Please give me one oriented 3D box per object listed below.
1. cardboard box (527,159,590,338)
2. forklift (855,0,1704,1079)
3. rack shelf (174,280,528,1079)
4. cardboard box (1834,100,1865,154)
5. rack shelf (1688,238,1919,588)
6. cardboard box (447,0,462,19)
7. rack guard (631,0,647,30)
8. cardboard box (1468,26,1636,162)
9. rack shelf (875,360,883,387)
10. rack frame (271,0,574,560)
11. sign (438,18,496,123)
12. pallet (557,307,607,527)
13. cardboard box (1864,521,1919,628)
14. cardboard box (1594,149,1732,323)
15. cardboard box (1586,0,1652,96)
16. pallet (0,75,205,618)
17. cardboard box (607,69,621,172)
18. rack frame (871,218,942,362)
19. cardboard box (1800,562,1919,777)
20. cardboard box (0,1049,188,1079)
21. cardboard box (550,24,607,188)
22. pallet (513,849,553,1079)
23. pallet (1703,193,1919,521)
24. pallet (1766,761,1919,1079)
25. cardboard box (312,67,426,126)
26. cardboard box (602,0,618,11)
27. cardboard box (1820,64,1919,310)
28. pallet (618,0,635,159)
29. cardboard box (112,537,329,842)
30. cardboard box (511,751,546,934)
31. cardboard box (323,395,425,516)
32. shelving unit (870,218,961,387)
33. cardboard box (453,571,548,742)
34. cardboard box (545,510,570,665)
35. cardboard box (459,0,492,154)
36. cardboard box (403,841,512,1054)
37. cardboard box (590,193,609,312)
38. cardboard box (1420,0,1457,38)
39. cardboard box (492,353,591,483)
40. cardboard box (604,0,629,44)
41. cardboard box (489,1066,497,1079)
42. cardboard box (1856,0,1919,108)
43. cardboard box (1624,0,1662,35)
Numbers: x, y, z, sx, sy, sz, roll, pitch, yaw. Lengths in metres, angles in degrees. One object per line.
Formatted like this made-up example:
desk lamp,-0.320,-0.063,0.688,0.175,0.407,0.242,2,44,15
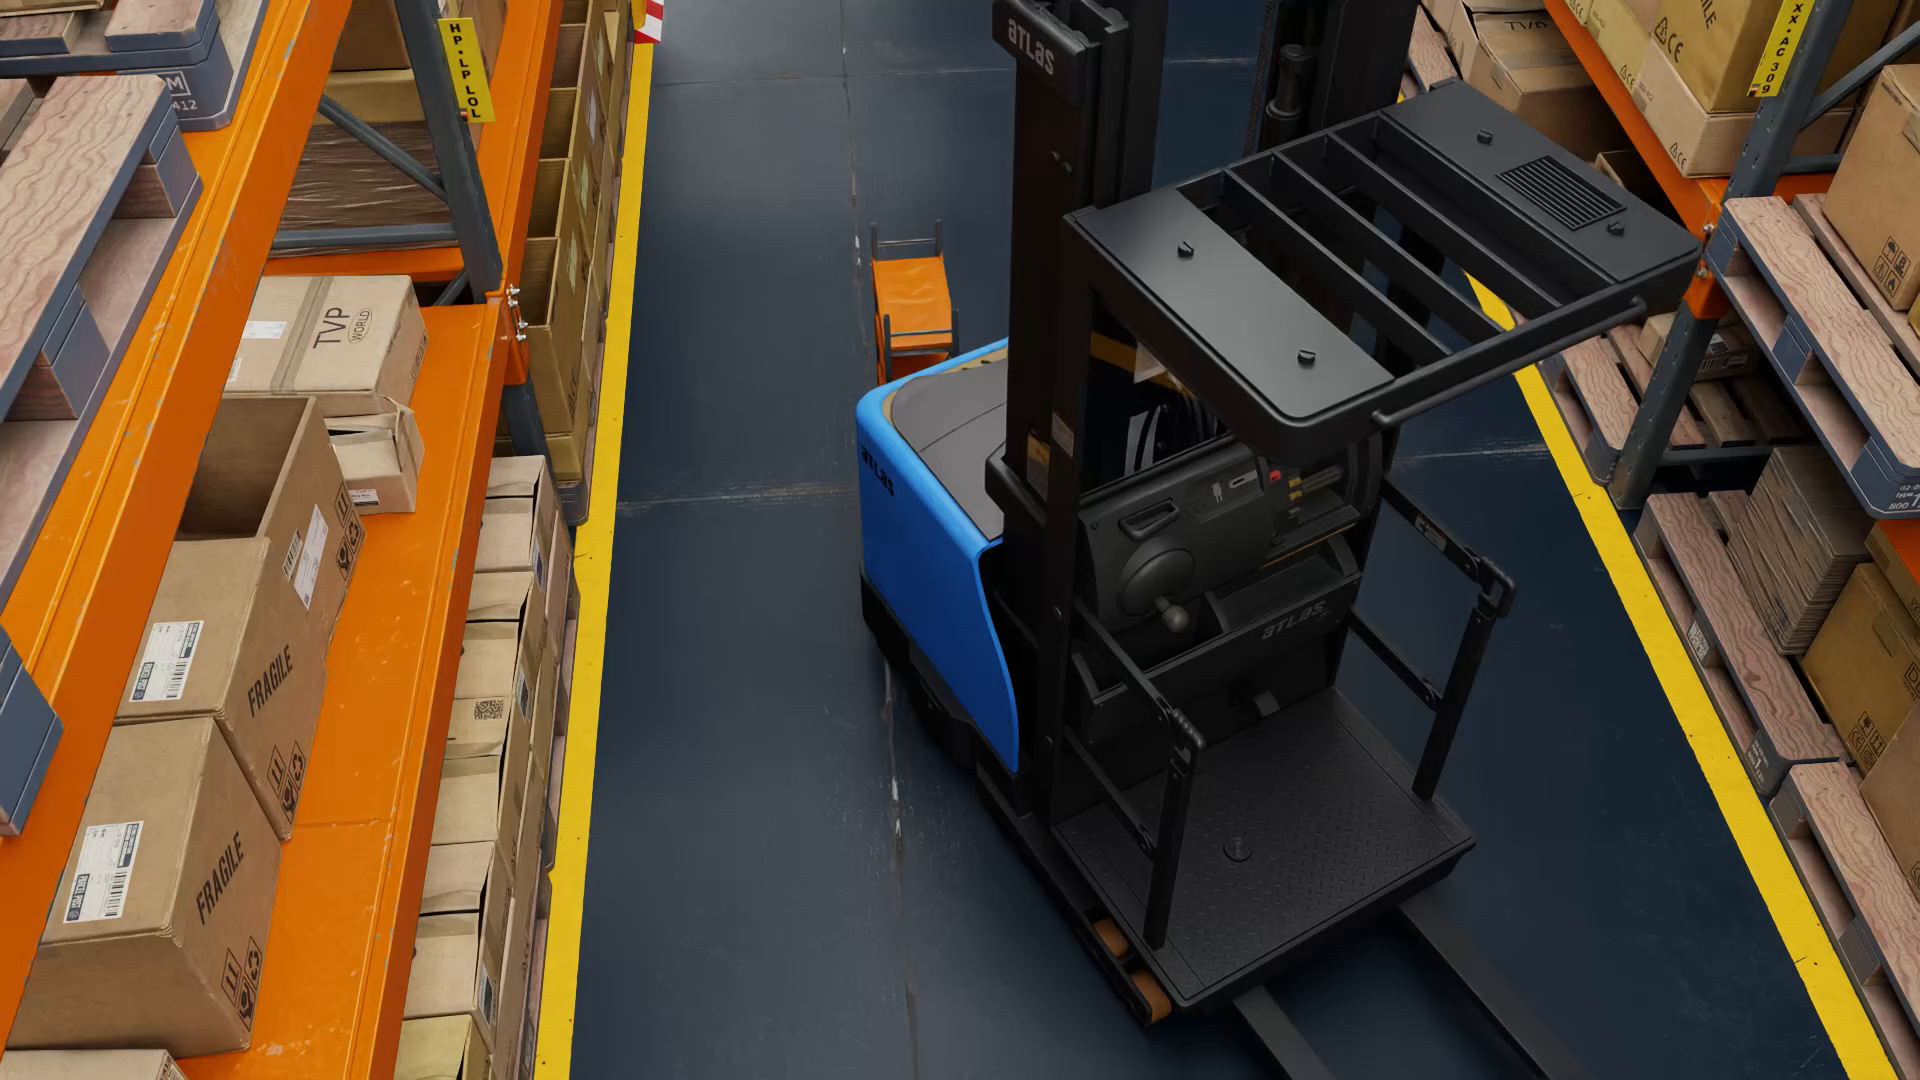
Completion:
cardboard box,-1.709,-1.083,6.298,0.500,0.500,0.500,-3,47,-3
forklift,0.835,0.023,4.209,1.130,2.935,3.031,-23,51,-20
rack shelf,-1.765,0.784,3.937,1.077,0.370,4.000,-3,47,-3
cardboard box,3.177,-1.523,5.716,0.500,0.250,0.500,-3,47,-3
rack shelf,3.171,0.480,4.225,1.077,0.370,4.000,-3,47,-3
cardboard box,-1.807,-1.743,5.319,0.380,0.149,0.250,-5,47,-4
rack guard,-2.270,-2.963,8.712,1.175,0.500,0.348,-3,47,-3
cardboard box,2.696,-1.948,7.448,0.700,0.500,0.500,-6,47,-6
rack shelf,-0.153,-0.439,5.932,0.258,0.148,0.480,-5,47,-5
rack frame,-1.933,-0.911,5.047,1.000,3.000,0.127,-3,47,-3
sign,-1.393,-1.322,4.693,0.100,0.325,0.005,-3,47,-3
pallet,-1.958,-0.530,6.606,1.003,0.211,1.213,-3,47,-3
cardboard box,3.122,0.086,5.005,0.500,0.250,0.500,-4,47,-4
cardboard box,2.876,-1.255,6.791,0.500,0.500,0.500,-7,47,-6
cardboard box,2.628,-1.855,6.031,0.500,0.250,0.500,-3,47,-3
pallet,-1.840,-0.278,2.511,1.003,0.211,1.213,-2,47,-1
cardboard box,-1.831,-1.911,7.599,0.500,0.250,0.500,-3,47,-3
rack frame,-0.182,-0.661,6.050,0.240,1.200,0.015,-5,47,-5
cardboard box,3.175,0.396,5.228,0.700,0.500,0.500,-4,47,-4
cardboard box,-1.761,1.150,3.268,0.380,0.149,0.250,0,47,0
cardboard box,-1.787,-1.807,6.984,0.500,0.500,0.500,-3,47,-3
pallet,-1.727,1.463,4.719,1.003,0.211,1.213,-3,47,-3
pallet,2.922,-0.587,4.872,1.003,0.211,1.213,-3,47,-3
pallet,3.175,1.192,4.976,1.003,0.211,1.213,-3,47,-3
cardboard box,-1.762,-1.374,4.970,0.380,0.149,0.250,-4,47,-3
cardboard box,-1.926,-2.892,8.011,0.500,0.500,0.500,-3,47,-3
cardboard box,3.012,-1.030,4.788,0.700,0.500,0.500,-3,47,-3
pallet,-2.162,-2.295,8.278,1.003,0.211,1.213,-3,47,-3
cardboard box,-1.799,0.355,3.779,0.500,0.500,0.500,-3,47,-3
cardboard box,-1.525,0.909,4.928,0.500,0.250,0.500,-3,47,-2
cardboard box,-1.676,-0.240,4.504,0.396,0.266,0.258,-5,47,-4
shelving unit,-0.153,-0.485,5.883,0.258,1.200,0.503,-5,47,-5
cardboard box,-1.563,0.349,5.072,0.500,0.311,0.500,-2,47,-2
cardboard box,-1.609,0.173,5.625,0.500,0.250,0.500,-4,47,-4
cardboard box,-2.027,-1.647,5.675,0.700,0.500,0.500,-4,47,-4
cardboard box,-1.486,1.074,4.385,0.500,0.311,0.500,-4,47,-4
cardboard box,-1.743,-1.188,6.914,0.500,0.250,0.500,-3,47,-3
cardboard box,2.637,-2.829,8.413,0.500,0.311,0.500,-8,47,-8
cardboard box,-1.670,-0.464,6.228,0.500,0.250,0.500,-3,47,-3
cardboard box,-1.928,-2.634,8.283,0.500,0.250,0.500,-3,47,-3
cardboard box,-1.442,1.648,4.228,0.500,0.250,0.500,-5,47,-4
cardboard box,3.172,-1.781,5.443,0.500,0.500,0.500,-4,47,-4
cardboard box,2.608,-2.112,5.757,0.500,0.500,0.500,-4,47,-4
